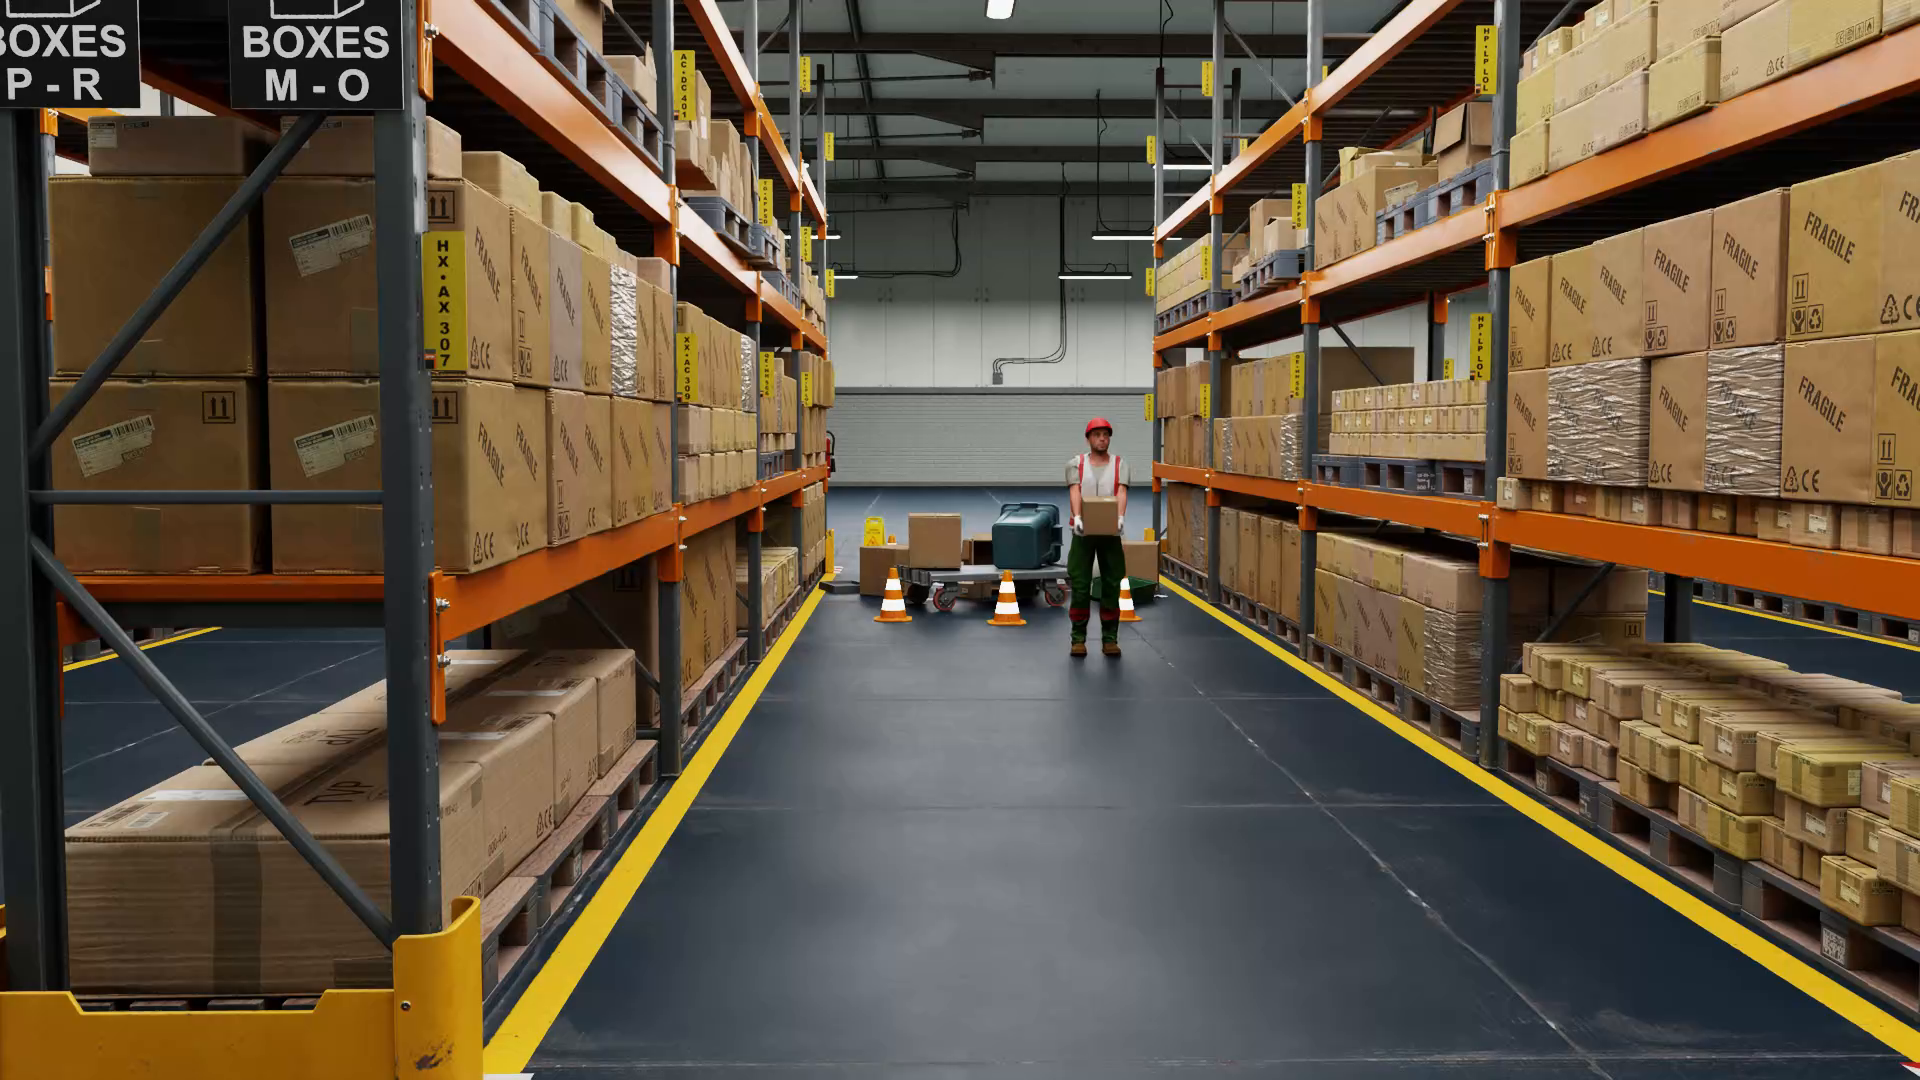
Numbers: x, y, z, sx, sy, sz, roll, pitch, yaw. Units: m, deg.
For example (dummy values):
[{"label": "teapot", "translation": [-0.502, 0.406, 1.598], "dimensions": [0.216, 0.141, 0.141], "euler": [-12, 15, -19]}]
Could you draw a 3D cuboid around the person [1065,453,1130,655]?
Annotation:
[{"label": "person", "translation": [1.038, 0.102, 12.422], "dimensions": [0.494, 1.529, 0.561], "euler": [0, 4, 0]}]
